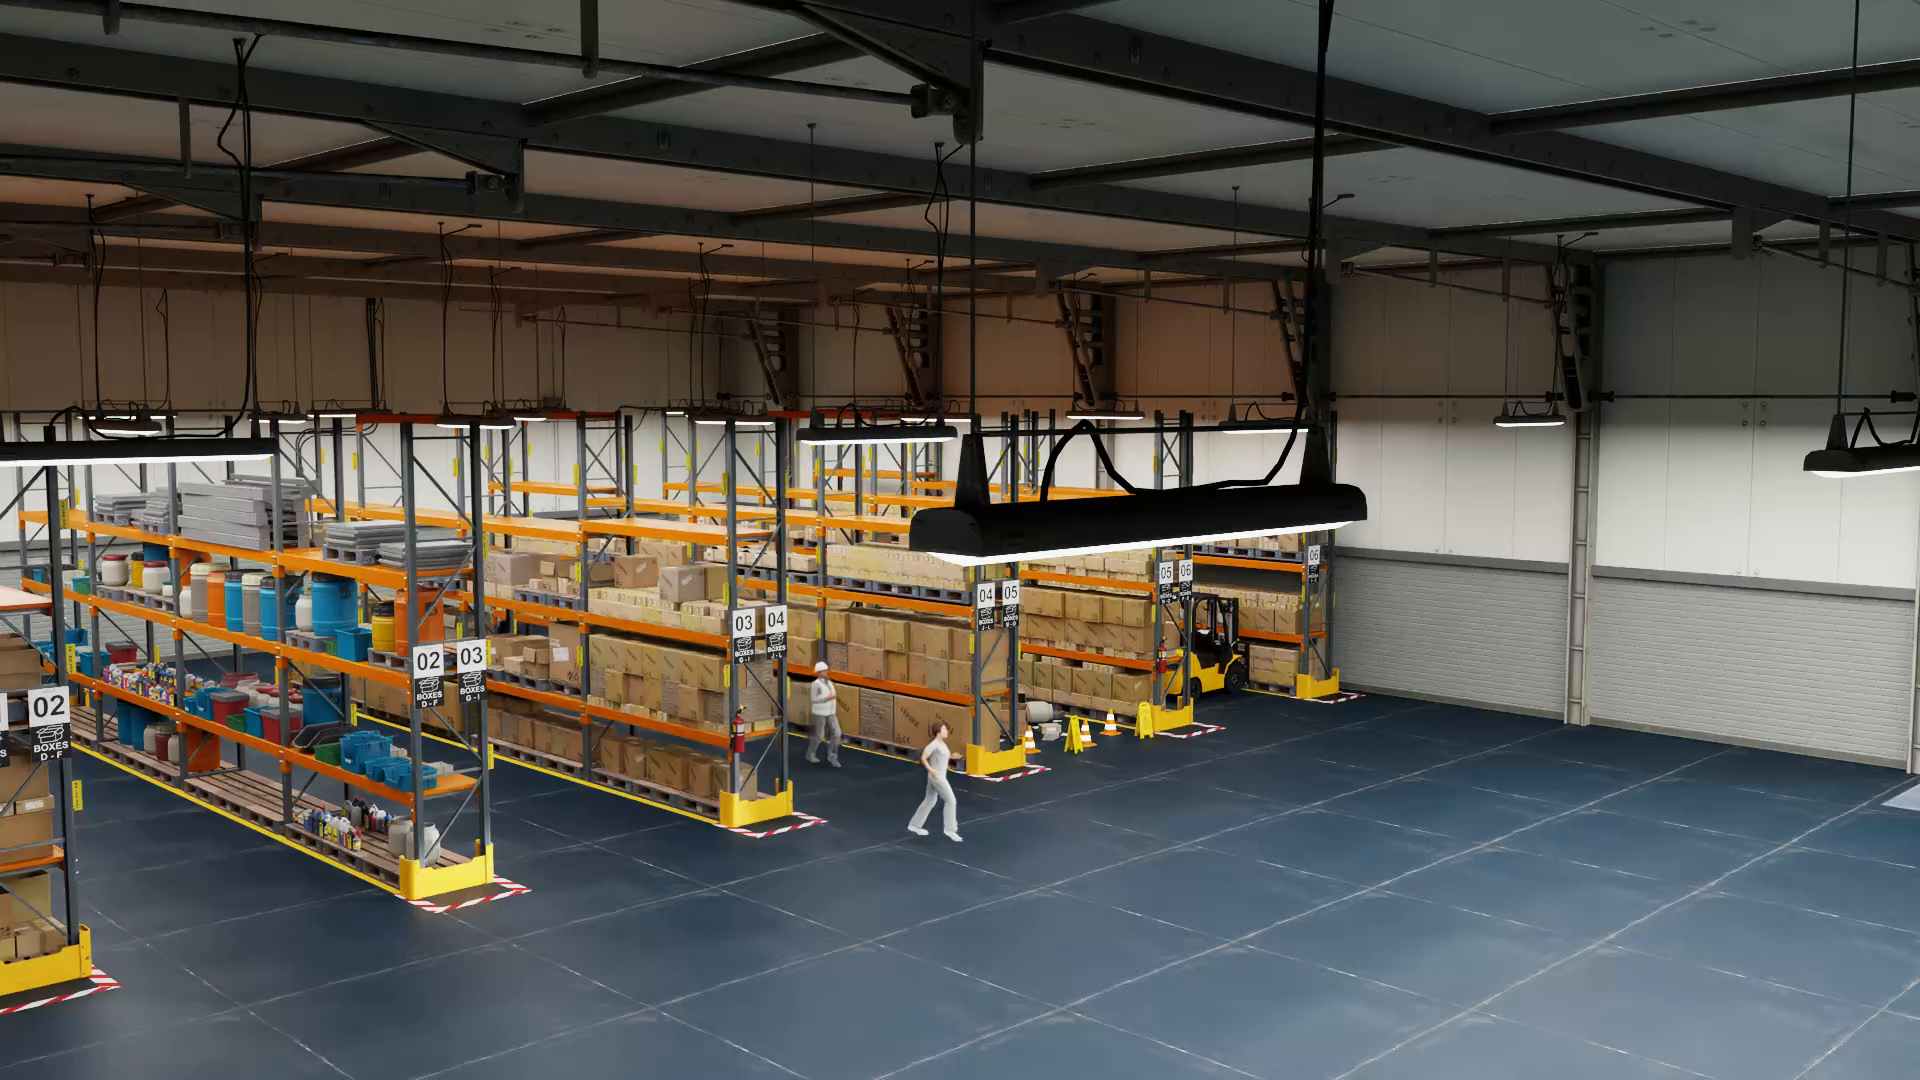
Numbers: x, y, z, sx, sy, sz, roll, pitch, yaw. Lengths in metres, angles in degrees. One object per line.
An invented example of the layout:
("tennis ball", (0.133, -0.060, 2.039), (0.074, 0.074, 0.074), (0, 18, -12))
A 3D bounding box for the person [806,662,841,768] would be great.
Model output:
("person", (-2.320, 2.987, 28.349), (0.734, 1.825, 0.639), (4, 6, 38))

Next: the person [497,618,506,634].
("person", (-11.176, 2.021, 40.689), (0.491, 1.567, 0.706), (-1, 5, -12))

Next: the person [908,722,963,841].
("person", (-0.359, 3.444, 23.734), (0.793, 1.725, 0.541), (0, 5, -3))
